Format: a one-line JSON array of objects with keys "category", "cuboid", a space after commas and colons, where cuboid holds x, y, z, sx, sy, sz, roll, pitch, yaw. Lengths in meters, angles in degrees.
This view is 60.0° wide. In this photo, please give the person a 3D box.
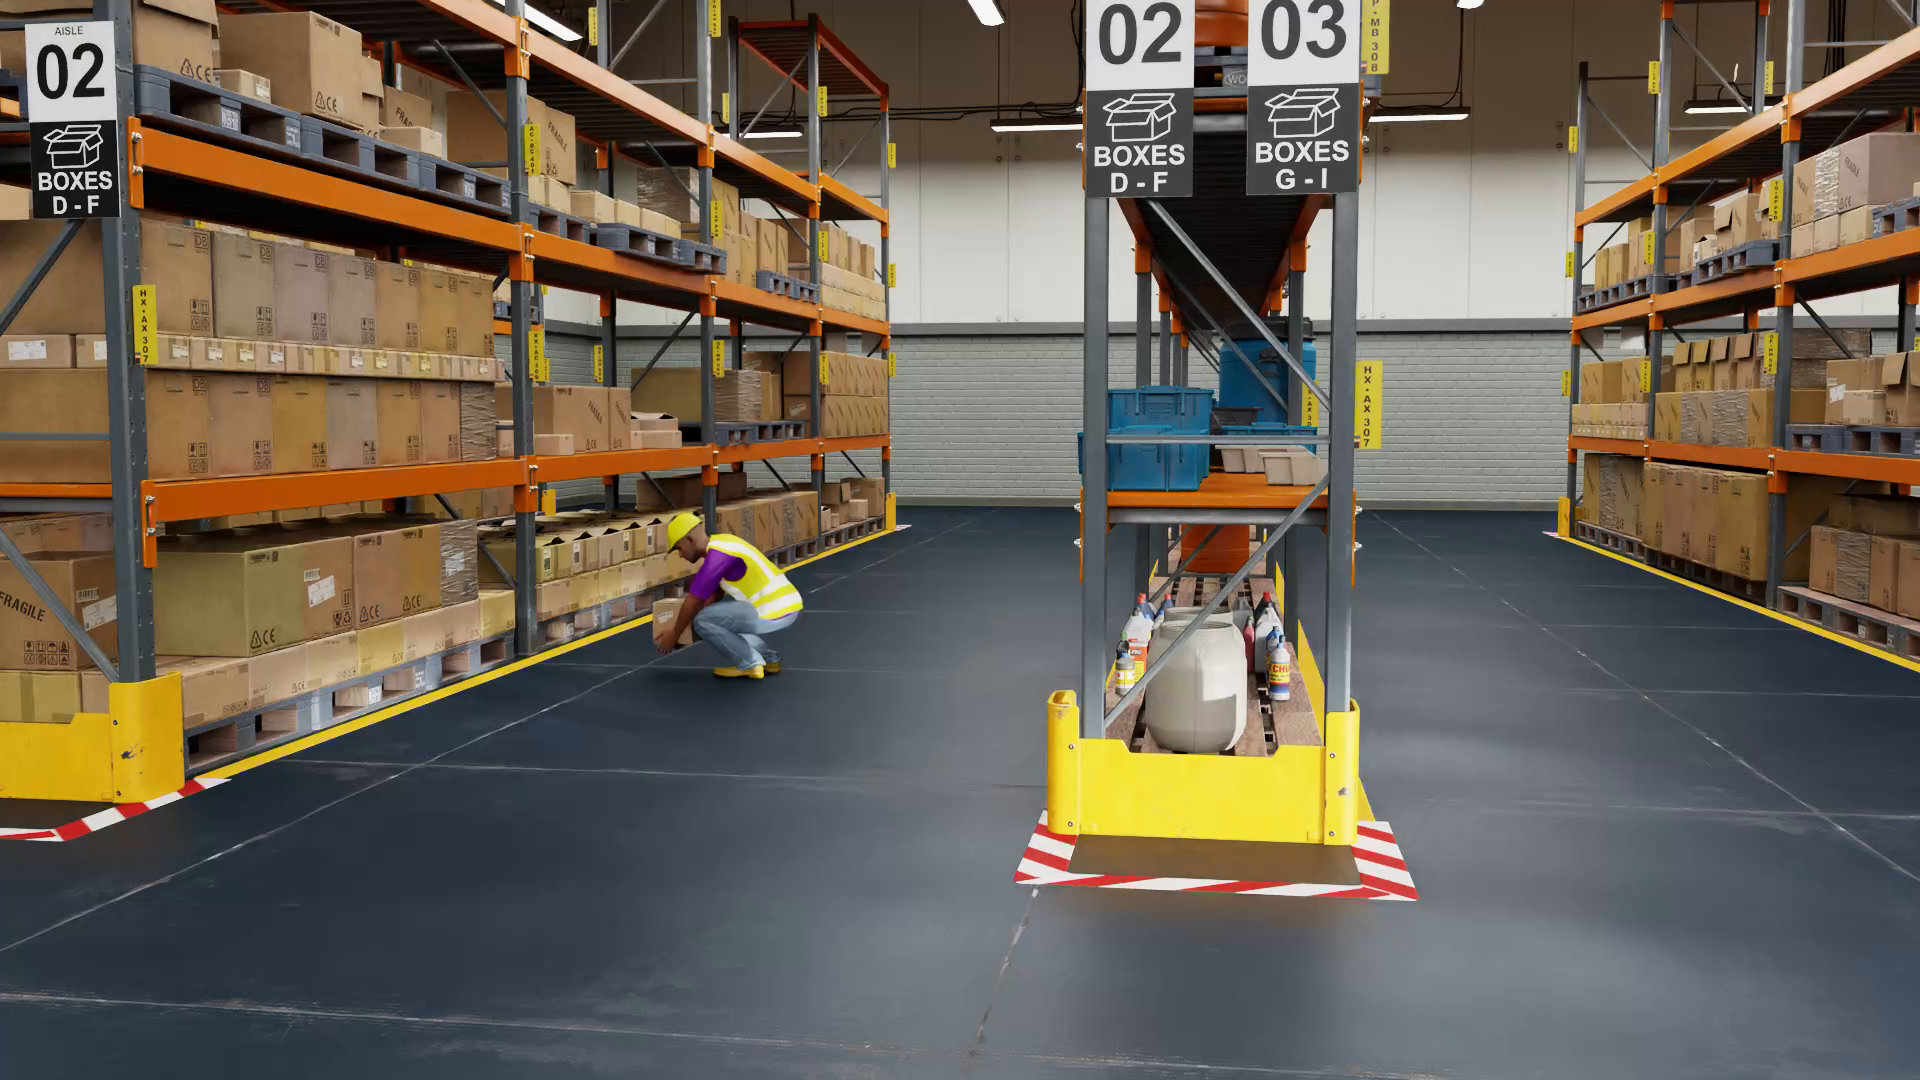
[{"category": "person", "cuboid": [-1.414, 0.334, 10.184, 0.865, 1.002, 0.587, 1, 4, 9]}]
